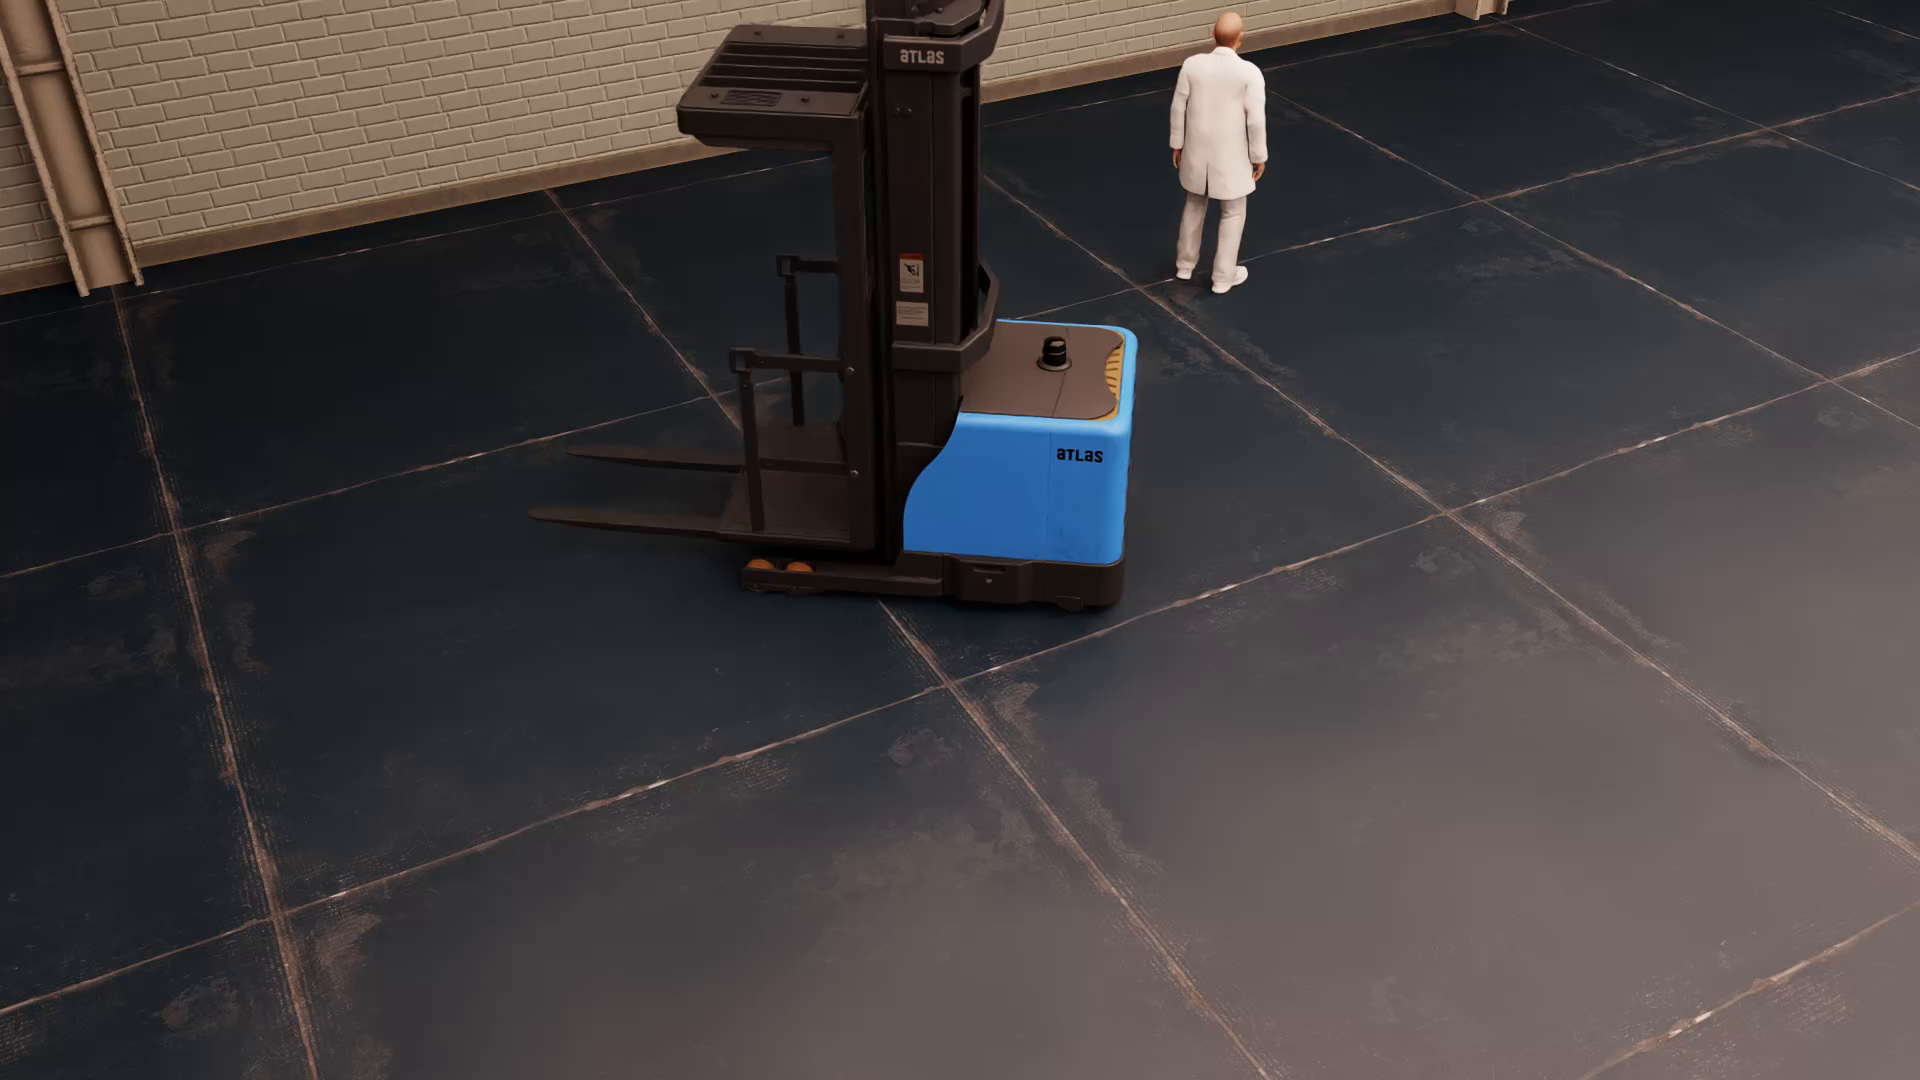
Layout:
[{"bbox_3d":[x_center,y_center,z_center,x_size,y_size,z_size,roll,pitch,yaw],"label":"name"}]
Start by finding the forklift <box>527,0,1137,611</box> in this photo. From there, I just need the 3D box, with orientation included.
[{"bbox_3d":[-0.659,-1.219,7.847,3.031,2.935,1.130,4,35,6],"label":"forklift"}]

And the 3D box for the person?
[{"bbox_3d":[1.661,-2.480,10.643,0.651,1.779,0.459,18,39,24],"label":"person"}]
